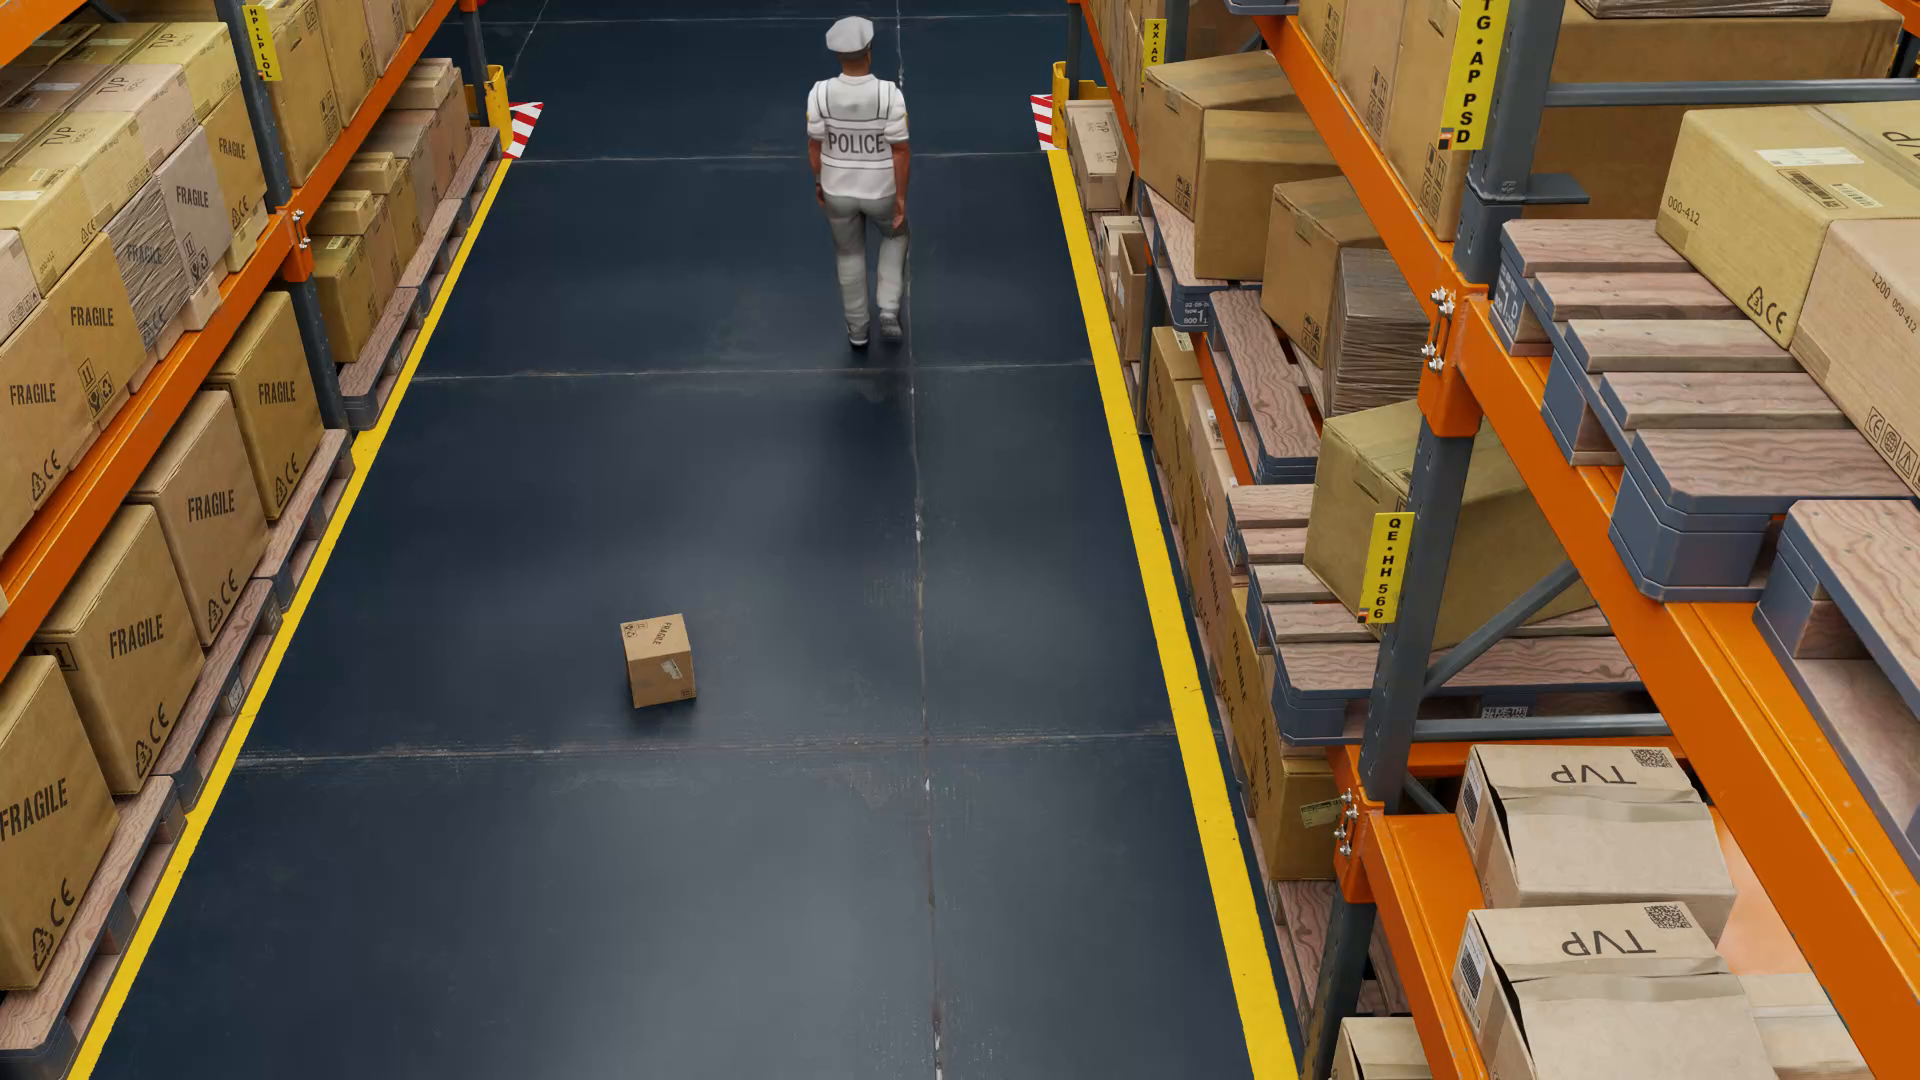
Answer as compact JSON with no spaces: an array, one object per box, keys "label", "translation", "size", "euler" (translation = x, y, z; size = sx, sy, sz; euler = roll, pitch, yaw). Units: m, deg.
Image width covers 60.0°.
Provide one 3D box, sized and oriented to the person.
[{"label":"person","translation":[-0.518,-1.868,8.779],"size":[0.530,1.808,0.463],"euler":[1,35,1]}]
